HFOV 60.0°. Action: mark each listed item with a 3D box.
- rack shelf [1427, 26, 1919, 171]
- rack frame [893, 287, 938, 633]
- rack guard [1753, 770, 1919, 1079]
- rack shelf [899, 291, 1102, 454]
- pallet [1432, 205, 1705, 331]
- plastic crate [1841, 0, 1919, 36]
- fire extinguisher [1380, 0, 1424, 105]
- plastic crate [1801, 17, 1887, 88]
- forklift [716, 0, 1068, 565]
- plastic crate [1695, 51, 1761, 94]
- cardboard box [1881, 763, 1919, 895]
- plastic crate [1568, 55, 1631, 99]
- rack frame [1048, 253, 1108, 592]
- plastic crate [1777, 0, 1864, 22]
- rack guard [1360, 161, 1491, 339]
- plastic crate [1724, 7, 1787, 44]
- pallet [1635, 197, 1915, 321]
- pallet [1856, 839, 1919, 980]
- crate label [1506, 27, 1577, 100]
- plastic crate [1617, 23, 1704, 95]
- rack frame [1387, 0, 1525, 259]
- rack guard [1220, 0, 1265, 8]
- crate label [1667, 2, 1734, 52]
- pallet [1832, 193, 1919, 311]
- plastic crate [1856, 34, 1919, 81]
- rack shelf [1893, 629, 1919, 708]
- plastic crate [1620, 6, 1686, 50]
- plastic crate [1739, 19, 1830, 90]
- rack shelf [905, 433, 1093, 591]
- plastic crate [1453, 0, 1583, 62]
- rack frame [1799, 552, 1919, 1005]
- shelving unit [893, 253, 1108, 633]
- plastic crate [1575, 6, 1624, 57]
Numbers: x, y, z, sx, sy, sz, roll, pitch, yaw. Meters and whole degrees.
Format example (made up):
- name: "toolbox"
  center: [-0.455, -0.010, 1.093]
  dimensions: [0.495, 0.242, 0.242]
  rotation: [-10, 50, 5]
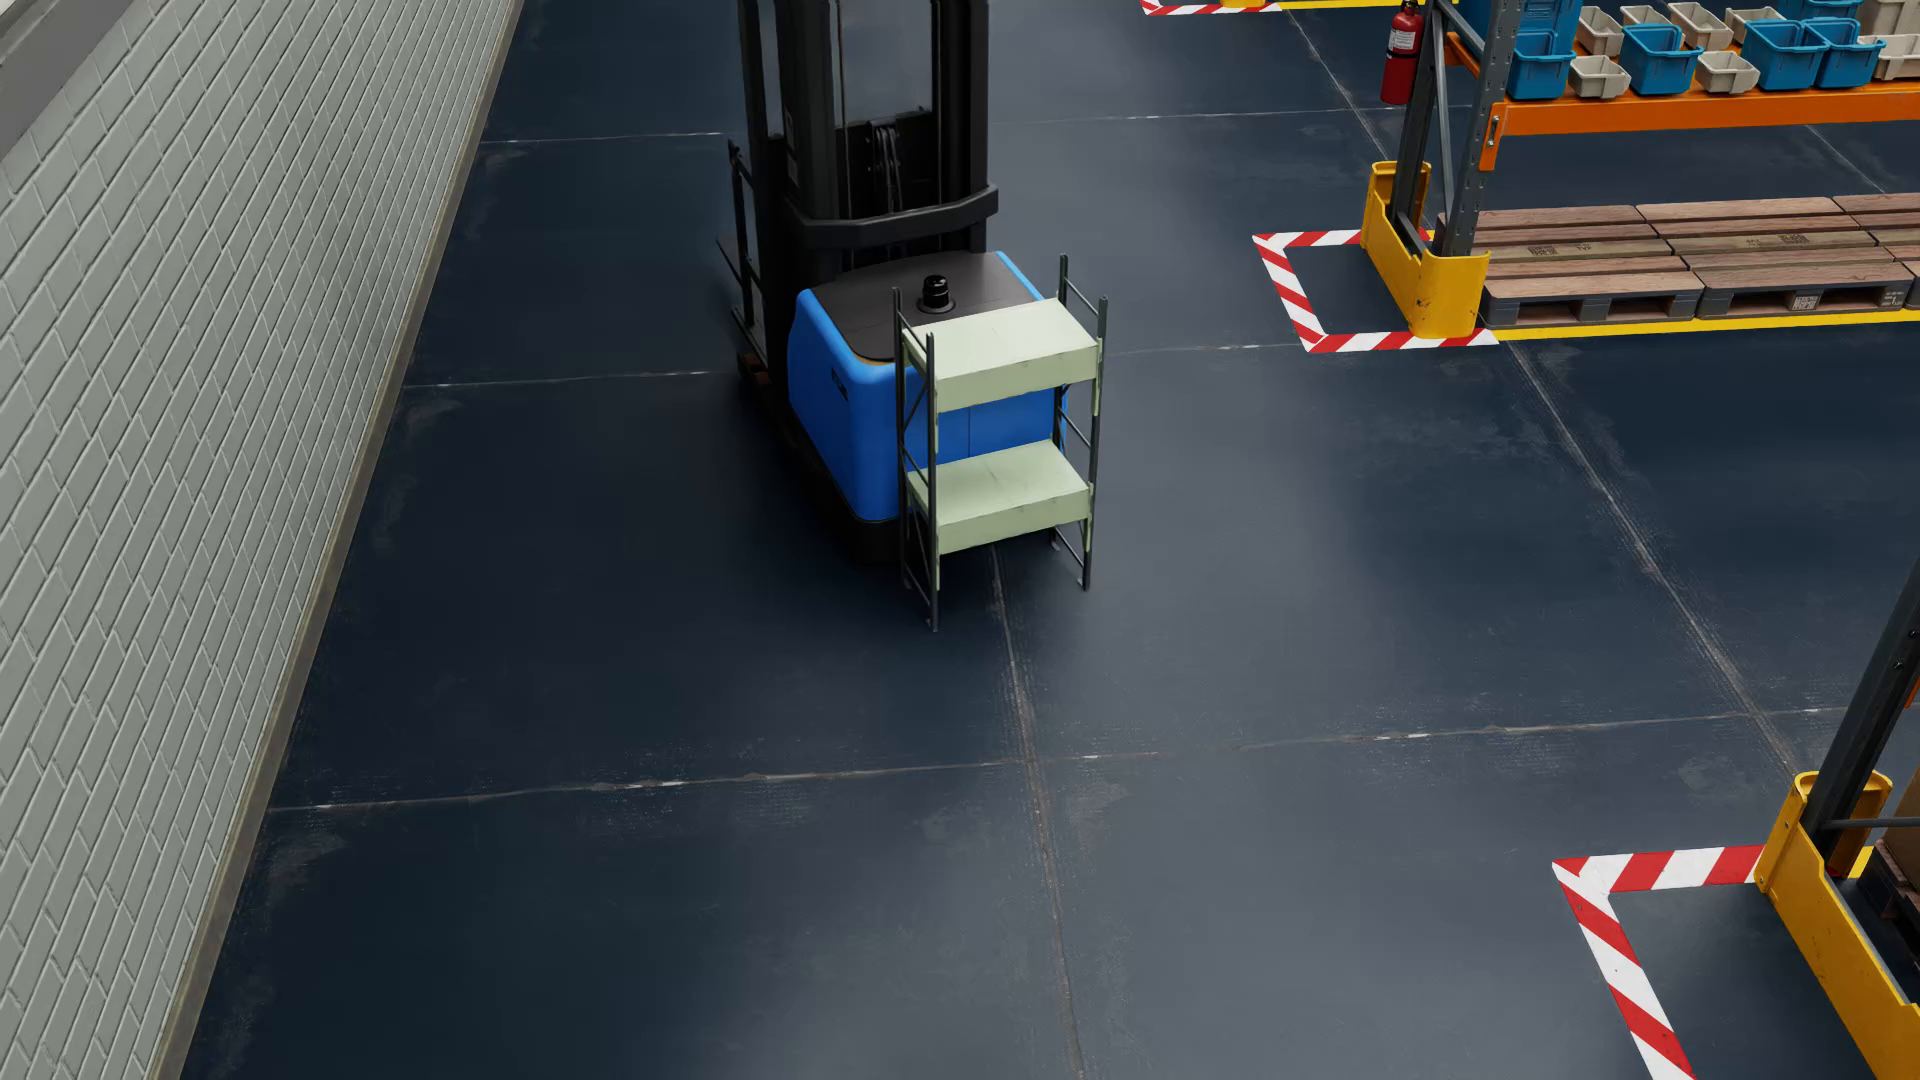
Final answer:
- name: "rack shelf"
  center: [4.639, -2.485, 9.059]
  dimensions: [4.000, 0.370, 1.077]
  rotation: [-3, 38, -4]
- name: "rack frame"
  center: [-0.182, -0.299, 6.918]
  dimensions: [0.023, 1.500, 0.400]
  rotation: [-14, 40, -17]
- name: "rack guard"
  center: [3.158, 1.376, 5.603]
  dimensions: [0.348, 0.500, 1.175]
  rotation: [-3, 38, -4]
- name: "rack shelf"
  center: [0.157, -0.691, 6.785]
  dimensions: [0.720, 0.370, 0.431]
  rotation: [-14, 40, -17]
- name: "pallet"
  center: [3.472, -1.584, 9.587]
  dimensions: [1.213, 0.211, 1.003]
  rotation: [-3, 38, -4]
- name: "plastic crate"
  center: [5.094, -2.884, 9.031]
  dimensions: [0.530, 0.282, 0.437]
  rotation: [-3, 38, -4]
- name: "fire extinguisher"
  center: [2.456, -2.753, 9.181]
  dimensions: [0.183, 0.674, 0.296]
  rotation: [-3, 38, -4]
- name: "plastic crate"
  center: [4.532, -2.515, 8.602]
  dimensions: [0.300, 0.233, 0.416]
  rotation: [-3, 38, -4]
- name: "forklift"
  center: [-0.527, -1.952, 7.858]
  dimensions: [1.130, 2.935, 3.031]
  rotation: [-14, 40, -17]
- name: "plastic crate"
  center: [3.924, -2.392, 8.524]
  dimensions: [0.298, 0.136, 0.250]
  rotation: [-3, 38, -4]
- name: "cardboard box"
  center: [3.602, 1.026, 5.692]
  dimensions: [0.500, 0.500, 0.500]
  rotation: [-3, 38, -4]
- name: "plastic crate"
  center: [3.249, -2.355, 8.477]
  dimensions: [0.298, 0.136, 0.250]
  rotation: [-3, 38, -4]
- name: "rack frame"
  center: [0.496, -0.471, 7.135]
  dimensions: [0.023, 1.500, 0.400]
  rotation: [-14, 40, -17]
- name: "plastic crate"
  center: [4.670, -2.886, 9.073]
  dimensions: [0.300, 0.233, 0.416]
  rotation: [-3, 38, -4]
- name: "rack guard"
  center: [2.624, -1.667, 9.459]
  dimensions: [0.348, 0.500, 1.175]
  rotation: [-3, 38, -4]
- name: "plastic crate"
  center: [4.302, -2.799, 9.041]
  dimensions: [0.250, 0.136, 0.298]
  rotation: [-3, 38, -4]
- name: "pallet"
  center: [4.684, -1.649, 9.670]
  dimensions: [1.213, 0.211, 1.003]
  rotation: [-3, 38, -4]
- name: "pallet"
  center: [3.952, 1.445, 5.748]
  dimensions: [1.213, 0.211, 1.003]
  rotation: [-3, 38, -4]
- name: "crate label"
  center: [2.922, -2.426, 8.490]
  dimensions: [0.303, 0.233, 0.416]
  rotation: [-3, 38, -4]
- name: "plastic crate"
  center: [3.578, -2.462, 8.535]
  dimensions: [0.300, 0.233, 0.416]
  rotation: [-3, 38, -4]
- name: "rack frame"
  center: [2.647, -2.658, 8.697]
  dimensions: [0.127, 3.000, 1.000]
  rotation: [-3, 38, -4]
- name: "rack guard"
  center: [2.184, -4.731, 13.342]
  dimensions: [0.348, 0.500, 1.175]
  rotation: [-3, 38, -4]
- name: "crate label"
  center: [4.008, -2.771, 9.005]
  dimensions: [0.243, 0.136, 0.396]
  rotation: [-3, 38, -4]
- name: "pallet"
  center: [5.902, -1.718, 9.757]
  dimensions: [1.213, 0.211, 1.003]
  rotation: [-3, 38, -4]
- name: "plastic crate"
  center: [4.923, -2.516, 8.682]
  dimensions: [0.466, 0.136, 0.293]
  rotation: [-3, 38, -4]
- name: "rack shelf"
  center: [5.074, 0.571, 5.185]
  dimensions: [4.000, 0.370, 1.077]
  rotation: [-3, 38, -4]
- name: "plastic crate"
  center: [3.733, -2.741, 8.967]
  dimensions: [0.243, 0.136, 0.396]
  rotation: [-3, 38, -4]
- name: "plastic crate"
  center: [4.233, -2.498, 8.581]
  dimensions: [0.300, 0.233, 0.416]
  rotation: [-3, 38, -4]
- name: "rack shelf"
  center: [0.157, -0.129, 7.229]
  dimensions: [0.720, 0.370, 0.431]
  rotation: [-14, 40, -17]
- name: "plastic crate"
  center: [2.964, -2.829, 8.837]
  dimensions: [0.499, 0.435, 0.616]
  rotation: [-3, 38, -4]
- name: "rack frame"
  center: [3.082, 0.399, 4.823]
  dimensions: [0.127, 3.000, 1.000]
  rotation: [-3, 38, -4]
- name: "shelving unit"
  center: [0.157, -0.385, 7.027]
  dimensions: [0.755, 1.500, 0.431]
  rotation: [-14, 40, -17]
- name: "plastic crate"
  center: [3.443, -2.734, 8.958]
  dimensions: [0.243, 0.136, 0.396]
  rotation: [-3, 38, -4]
